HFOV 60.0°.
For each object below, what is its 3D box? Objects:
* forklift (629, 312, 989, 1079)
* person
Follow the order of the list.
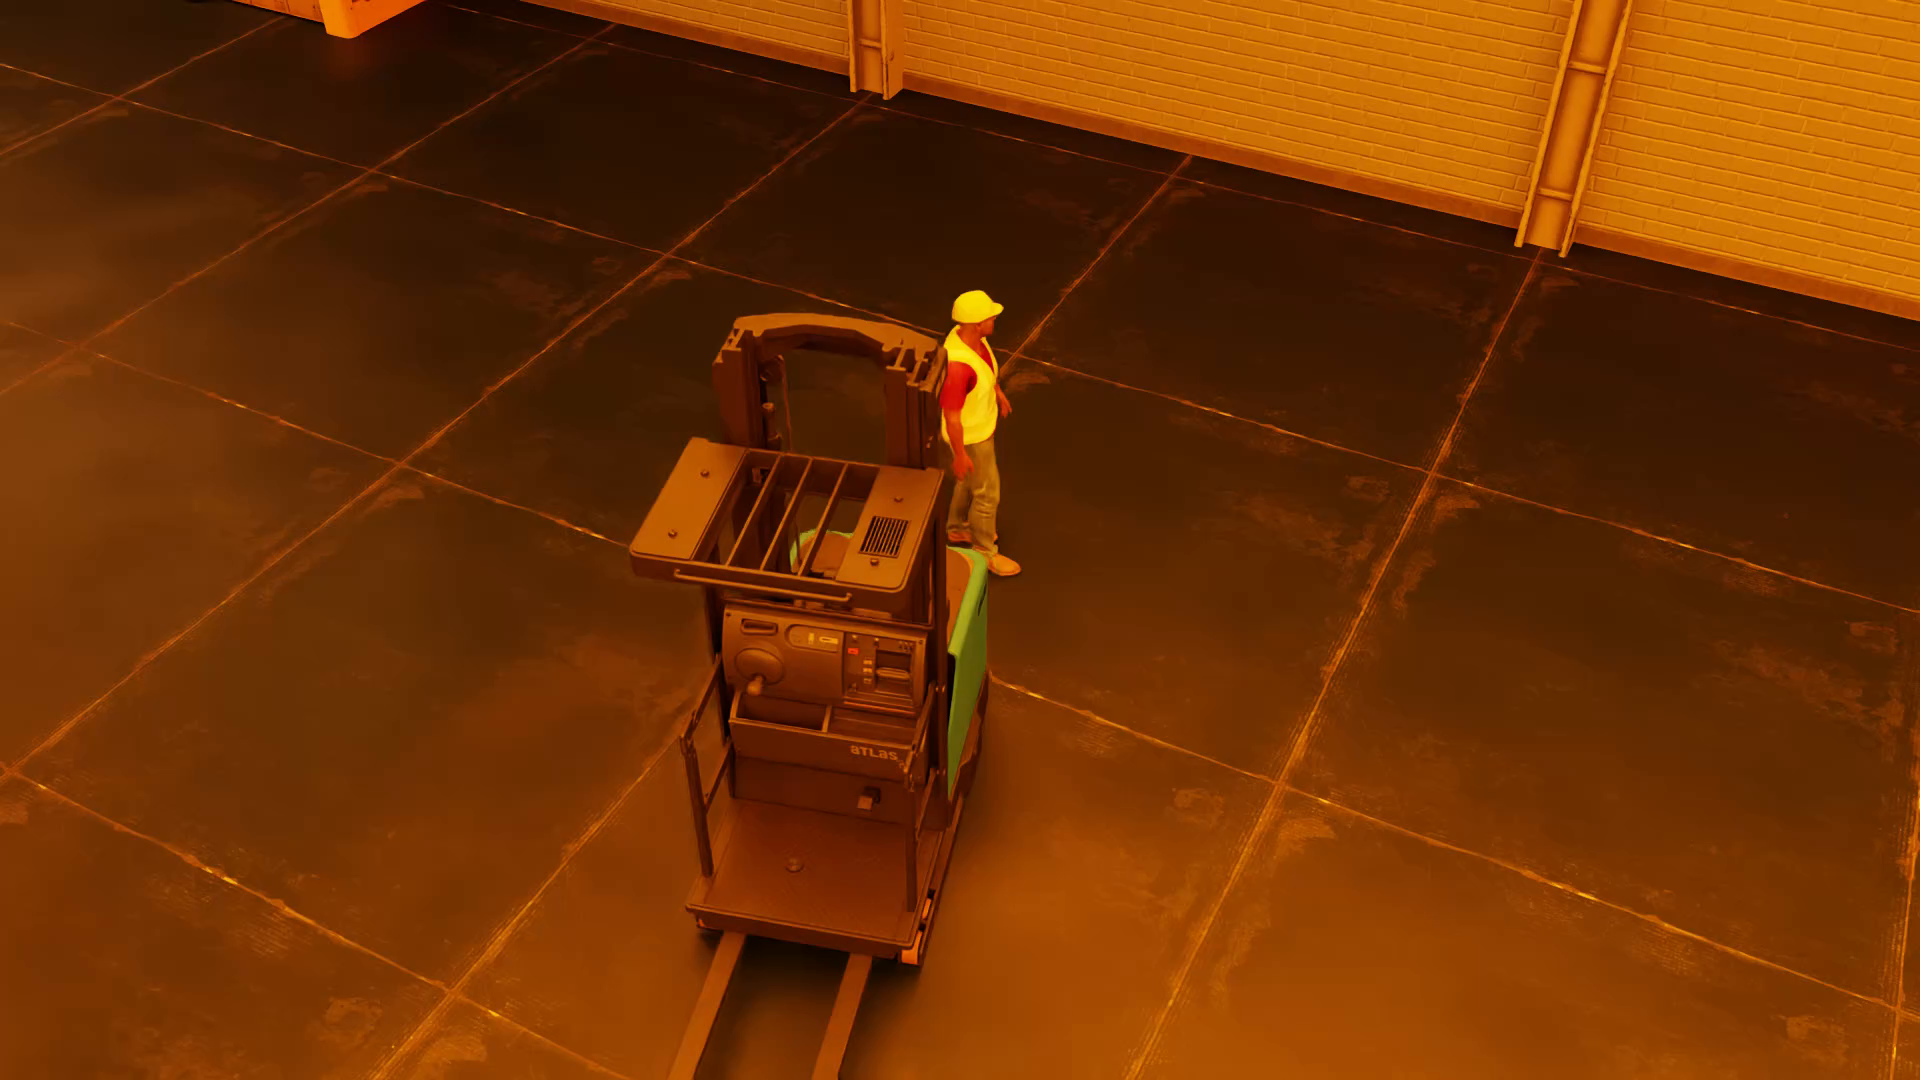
[{"bbox_3d":[-0.650,0.620,7.250,1.130,2.935,3.031,8,41,9],"label":"forklift"},{"bbox_3d":[0.139,-0.660,9.694,0.525,1.761,0.718,4,40,5],"label":"person"}]
